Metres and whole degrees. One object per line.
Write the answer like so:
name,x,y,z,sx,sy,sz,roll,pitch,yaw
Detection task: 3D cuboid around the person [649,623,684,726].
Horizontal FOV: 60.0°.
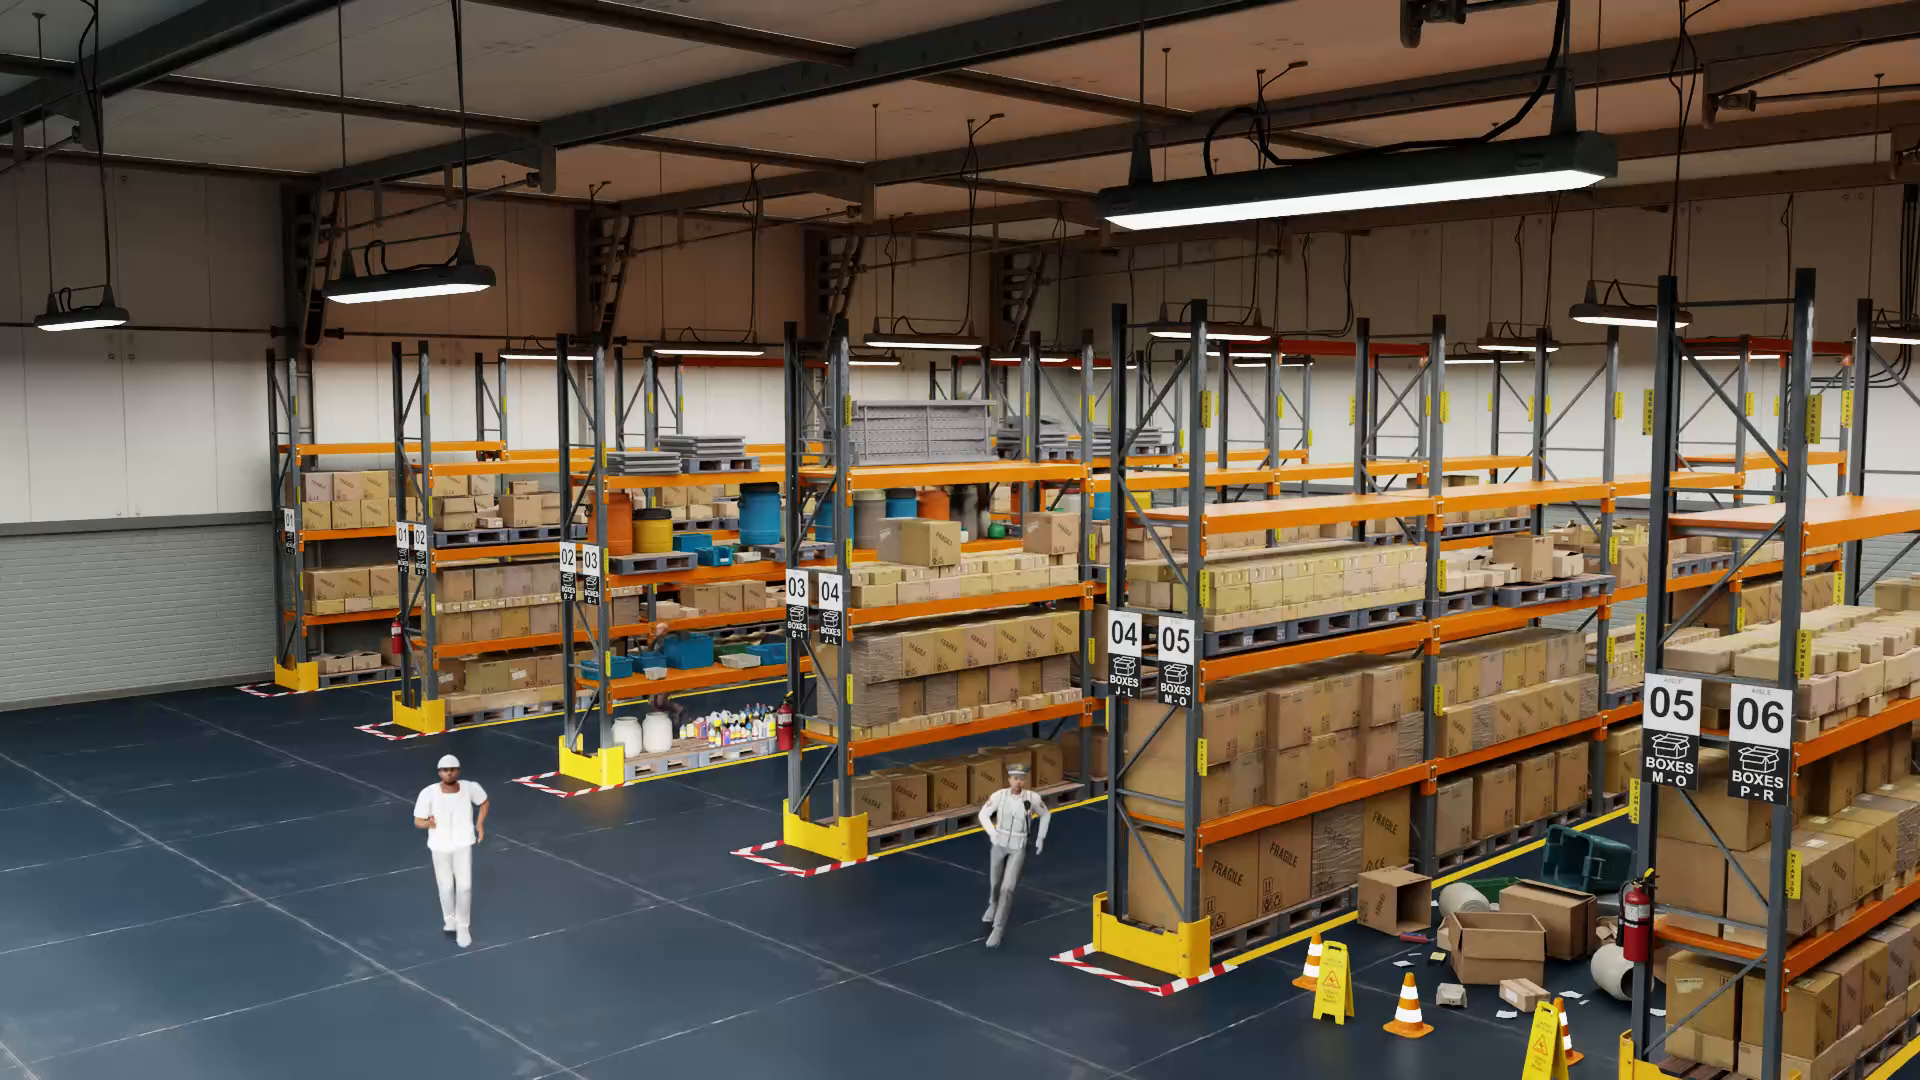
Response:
person,-4.568,2.110,25.648,0.670,1.689,0.578,3,6,34

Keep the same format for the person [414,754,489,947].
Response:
person,-4.804,2.930,15.725,0.676,1.815,0.710,-1,5,-14

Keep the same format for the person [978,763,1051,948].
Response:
person,0.495,2.961,15.893,0.677,1.708,0.820,1,5,13
